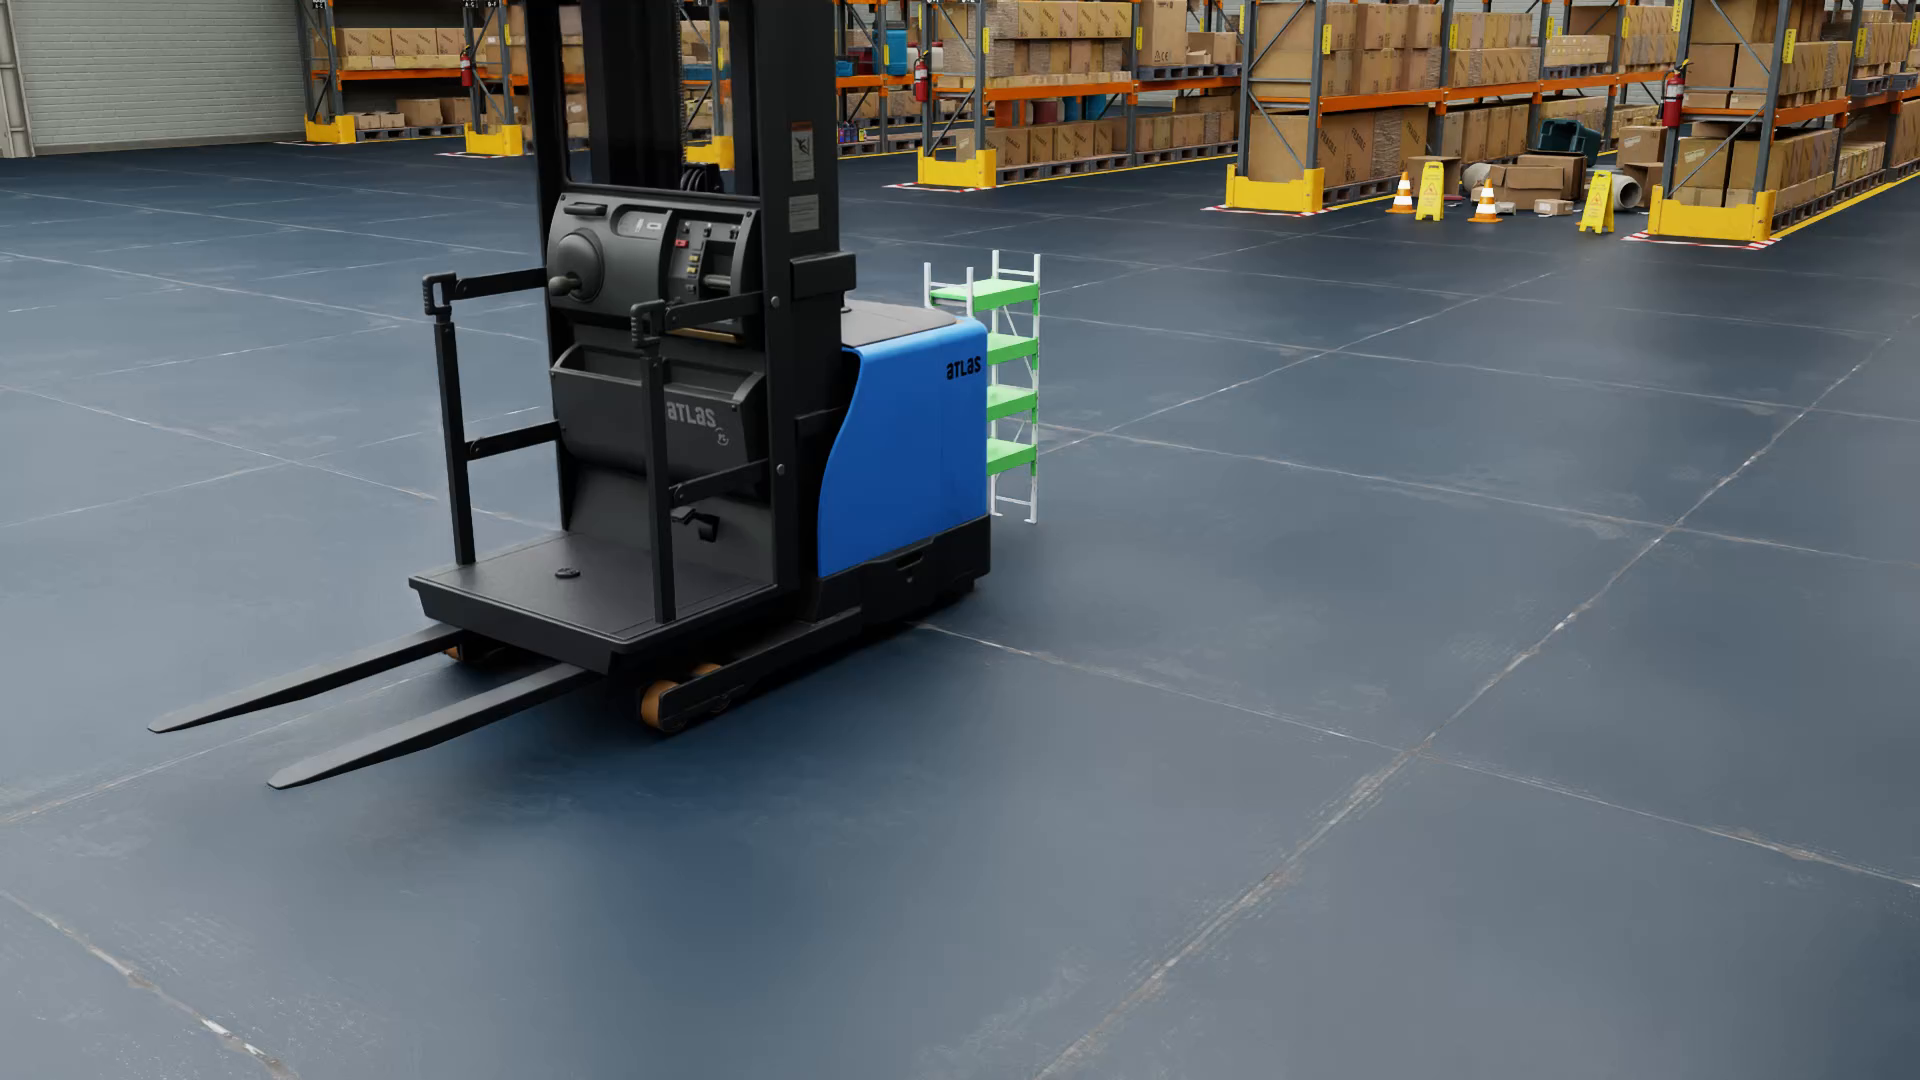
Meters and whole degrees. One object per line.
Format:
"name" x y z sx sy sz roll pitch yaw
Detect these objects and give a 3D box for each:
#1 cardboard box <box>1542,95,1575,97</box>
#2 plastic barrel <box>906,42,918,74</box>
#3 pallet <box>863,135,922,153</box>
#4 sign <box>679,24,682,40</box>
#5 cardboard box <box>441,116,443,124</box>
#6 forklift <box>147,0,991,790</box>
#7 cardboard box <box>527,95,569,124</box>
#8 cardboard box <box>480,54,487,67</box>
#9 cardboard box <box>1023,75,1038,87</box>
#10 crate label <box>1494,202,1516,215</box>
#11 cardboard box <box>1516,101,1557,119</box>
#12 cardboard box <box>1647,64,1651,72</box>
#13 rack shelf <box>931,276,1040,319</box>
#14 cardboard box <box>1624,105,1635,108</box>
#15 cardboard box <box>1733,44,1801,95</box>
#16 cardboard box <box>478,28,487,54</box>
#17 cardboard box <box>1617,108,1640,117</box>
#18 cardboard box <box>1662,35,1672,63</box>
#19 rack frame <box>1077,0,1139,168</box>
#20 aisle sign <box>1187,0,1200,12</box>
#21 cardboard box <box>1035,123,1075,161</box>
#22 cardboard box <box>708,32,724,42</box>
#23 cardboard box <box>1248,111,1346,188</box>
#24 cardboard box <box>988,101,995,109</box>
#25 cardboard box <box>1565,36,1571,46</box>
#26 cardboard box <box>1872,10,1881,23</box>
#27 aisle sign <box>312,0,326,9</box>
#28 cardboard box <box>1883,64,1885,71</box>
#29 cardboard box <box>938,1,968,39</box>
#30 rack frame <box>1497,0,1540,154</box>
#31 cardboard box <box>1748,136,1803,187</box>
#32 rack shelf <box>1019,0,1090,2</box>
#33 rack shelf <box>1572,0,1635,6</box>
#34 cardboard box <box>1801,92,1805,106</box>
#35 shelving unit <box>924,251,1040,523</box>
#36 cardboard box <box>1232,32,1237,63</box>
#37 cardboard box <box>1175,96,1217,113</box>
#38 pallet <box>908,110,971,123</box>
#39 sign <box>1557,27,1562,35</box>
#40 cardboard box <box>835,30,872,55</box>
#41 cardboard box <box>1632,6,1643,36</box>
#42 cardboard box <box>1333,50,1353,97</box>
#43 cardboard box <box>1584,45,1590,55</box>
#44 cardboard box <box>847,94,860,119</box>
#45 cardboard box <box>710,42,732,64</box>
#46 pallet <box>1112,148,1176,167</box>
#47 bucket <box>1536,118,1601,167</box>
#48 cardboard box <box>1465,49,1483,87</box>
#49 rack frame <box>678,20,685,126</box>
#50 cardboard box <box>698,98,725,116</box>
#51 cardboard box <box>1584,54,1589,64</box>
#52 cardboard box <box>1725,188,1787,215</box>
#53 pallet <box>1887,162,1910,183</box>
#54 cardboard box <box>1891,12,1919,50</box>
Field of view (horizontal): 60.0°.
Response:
"cardboard box" 10.329 -7.576 28.824 0.500 0.250 0.500 11 21 32
"plastic barrel" -0.940 -8.465 29.215 0.433 0.535 0.433 0 17 0
"pallet" -1.250 -7.073 29.664 1.003 0.211 1.213 12 21 35
"sign" -5.216 -9.440 30.992 0.100 0.325 0.005 12 21 35
"cardboard box" -10.612 -8.432 33.405 0.380 0.149 0.250 10 20 30
"forklift" -1.161 -0.952 5.366 1.130 2.935 3.031 12 21 35
"cardboard box" -7.251 -7.588 29.283 0.500 0.500 0.500 12 21 35
"cardboard box" -9.682 -9.733 33.747 0.500 0.250 0.500 12 21 35
"cardboard box" 0.882 -6.523 23.615 0.380 0.149 0.250 12 21 35
"crate label" 6.412 -3.908 19.598 0.250 0.136 0.298 2 17 6
"cardboard box" 9.203 -6.874 26.564 0.500 0.250 0.500 11 21 32
"cardboard box" 12.559 -8.754 30.800 0.380 0.149 0.250 11 21 32
"rack shelf" 0.099 -1.010 7.069 0.258 0.148 0.480 12 21 35
"cardboard box" 12.712 -8.265 31.895 0.380 0.149 0.250 13 21 36
"cardboard box" 8.372 -4.885 17.247 0.500 0.500 0.500 12 21 34
"cardboard box" -9.676 -10.090 33.633 0.500 0.500 0.500 12 21 35
"cardboard box" 12.305 -7.877 30.646 0.380 0.149 0.250 13 21 35
"cardboard box" 12.992 -9.209 31.169 0.500 0.500 0.500 12 21 34
"rack frame" 2.291 -7.335 25.807 1.000 3.000 0.127 12 21 35
"aisle sign" 5.268 -12.380 37.668 0.394 0.787 0.004 12 21 35
"cardboard box" 1.379 -5.955 24.867 0.500 0.500 0.500 10 20 30
"cardboard box" -5.844 -11.550 38.676 0.500 0.500 0.500 13 22 36
"cardboard box" 4.182 -4.841 20.650 0.875 0.875 0.875 13 21 35
"cardboard box" 0.772 -10.448 39.725 0.500 0.250 0.500 12 21 35
"cardboard box" 9.655 -8.078 26.911 0.380 0.149 0.250 14 22 37
"cardboard box" 11.379 -6.611 21.002 0.380 0.149 0.250 14 22 38
"aisle sign" -11.828 -10.180 30.584 0.394 0.787 0.004 12 21 35
"cardboard box" 11.768 -6.115 21.592 0.380 0.149 0.250 12 21 33
"cardboard box" 0.037 -7.225 23.095 0.500 0.500 0.500 12 21 35
"rack frame" 8.595 -7.388 25.977 0.949 2.616 0.053 12 21 35
"cardboard box" 8.891 -4.151 18.218 0.500 0.500 0.500 11 21 33
"rack shelf" 1.889 -10.729 32.889 1.077 0.370 4.000 12 21 35
"rack shelf" 12.173 -9.906 30.239 1.077 0.370 4.000 12 21 35
"cardboard box" 8.913 -4.787 18.025 0.380 0.149 0.250 13 22 36
"shelving unit" 0.099 -0.612 7.193 0.258 1.200 0.503 12 21 35
"cardboard box" 4.385 -8.401 28.361 0.500 0.500 0.500 10 20 28
"cardboard box" 3.992 -7.370 28.126 0.500 0.250 0.500 16 23 41
"pallet" -0.486 -9.824 38.523 1.003 0.211 1.213 12 21 35
"sign" 10.541 -8.848 29.218 0.100 0.325 0.005 12 21 35
"cardboard box" -2.296 -10.642 35.578 0.500 0.500 0.700 -15 23 -40
"cardboard box" 11.742 -9.198 29.450 0.500 0.500 0.500 12 21 33
"cardboard box" 4.326 -5.785 20.562 0.875 0.550 0.550 12 21 35
"cardboard box" 10.281 -8.184 27.754 0.380 0.149 0.250 11 20 32
"cardboard box" -2.471 -9.239 35.412 0.500 0.500 0.500 12 21 33
"cardboard box" -4.579 -9.559 32.800 0.500 0.500 0.500 12 21 35
"pallet" 2.754 -6.189 26.819 1.003 0.211 1.213 12 21 35
"bucket" 7.985 -5.158 21.751 0.620 0.611 0.726 0 14 -35
"cardboard box" 7.044 -6.681 23.531 0.500 0.500 0.500 13 21 35
"rack frame" -5.662 -9.087 31.447 1.000 3.000 0.127 12 21 35
"cardboard box" -4.913 -8.415 32.266 0.500 0.311 0.500 12 21 34
"cardboard box" 10.289 -8.043 27.803 0.380 0.149 0.250 11 21 32
"cardboard box" 8.570 -3.662 17.907 0.500 0.250 0.500 12 21 34
"pallet" 13.164 -5.380 24.212 1.003 0.211 1.213 12 21 35
"cardboard box" 13.124 -7.136 23.312 0.500 0.500 0.500 12 21 33
